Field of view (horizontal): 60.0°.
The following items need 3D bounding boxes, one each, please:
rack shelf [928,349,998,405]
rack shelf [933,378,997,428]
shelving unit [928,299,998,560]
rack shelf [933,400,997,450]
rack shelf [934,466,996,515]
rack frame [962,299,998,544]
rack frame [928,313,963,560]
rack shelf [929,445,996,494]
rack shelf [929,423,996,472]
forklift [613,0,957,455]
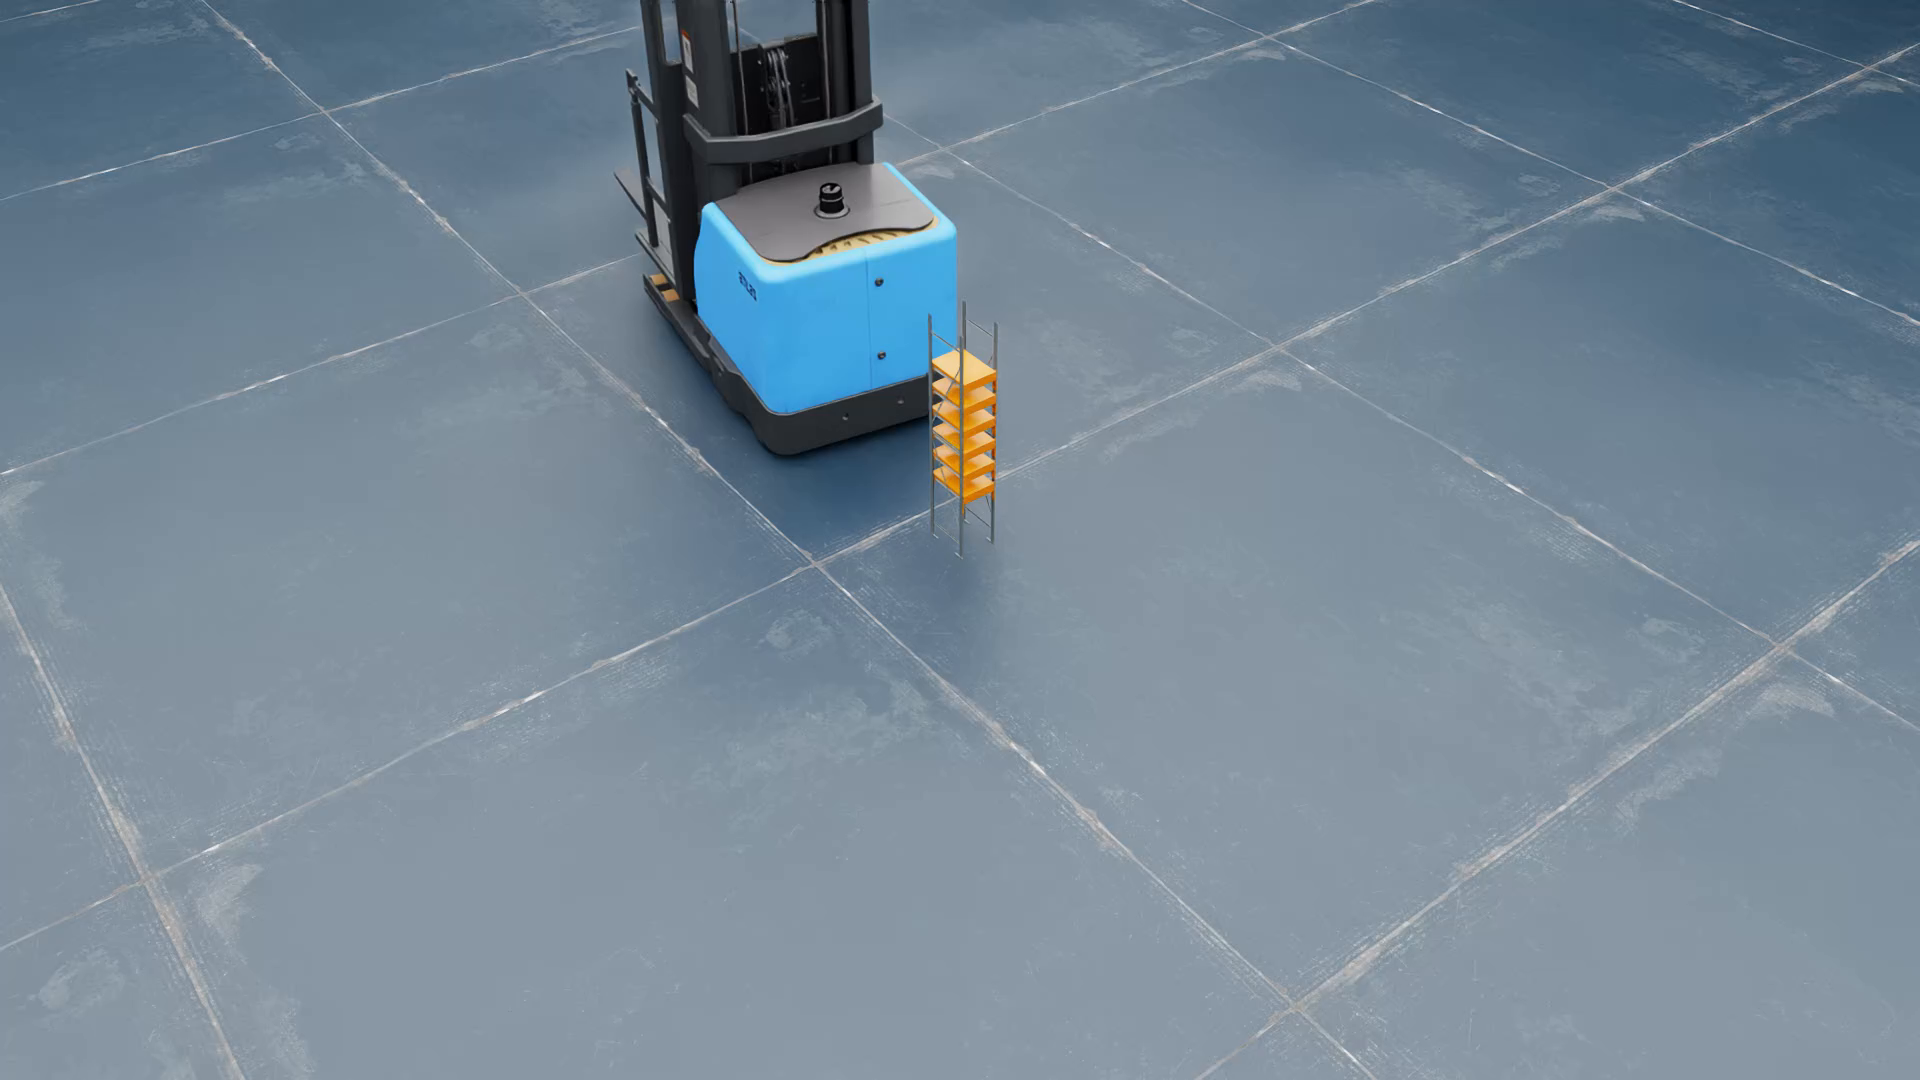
[{"bbox_3d":[0.011,-0.713,7.176,0.180,0.103,0.258,-26,46,-28],"label":"rack shelf"},{"bbox_3d":[0.011,-0.621,7.252,0.180,0.103,0.258,-26,46,-28],"label":"rack shelf"},{"bbox_3d":[0.011,-0.469,7.376,0.189,1.200,0.258,-26,46,-28],"label":"shelving unit"},{"bbox_3d":[0.011,-0.528,7.328,0.180,0.103,0.258,-26,46,-28],"label":"rack shelf"},{"bbox_3d":[0.011,-0.250,7.557,0.180,0.103,0.258,-26,46,-28],"label":"rack shelf"},{"bbox_3d":[0.084,-0.505,7.419,0.006,1.200,0.240,-26,46,-28],"label":"rack frame"},{"bbox_3d":[-0.061,-0.434,7.333,0.006,1.200,0.240,-26,46,-28],"label":"rack frame"},{"bbox_3d":[0.011,-0.342,7.481,0.180,0.103,0.258,-26,46,-28],"label":"rack shelf"},{"bbox_3d":[0.011,-0.435,7.404,0.180,0.103,0.258,-26,46,-28],"label":"rack shelf"},{"bbox_3d":[-1.124,-2.476,8.458,1.130,2.935,3.031,-18,43,-21],"label":"forklift"}]
